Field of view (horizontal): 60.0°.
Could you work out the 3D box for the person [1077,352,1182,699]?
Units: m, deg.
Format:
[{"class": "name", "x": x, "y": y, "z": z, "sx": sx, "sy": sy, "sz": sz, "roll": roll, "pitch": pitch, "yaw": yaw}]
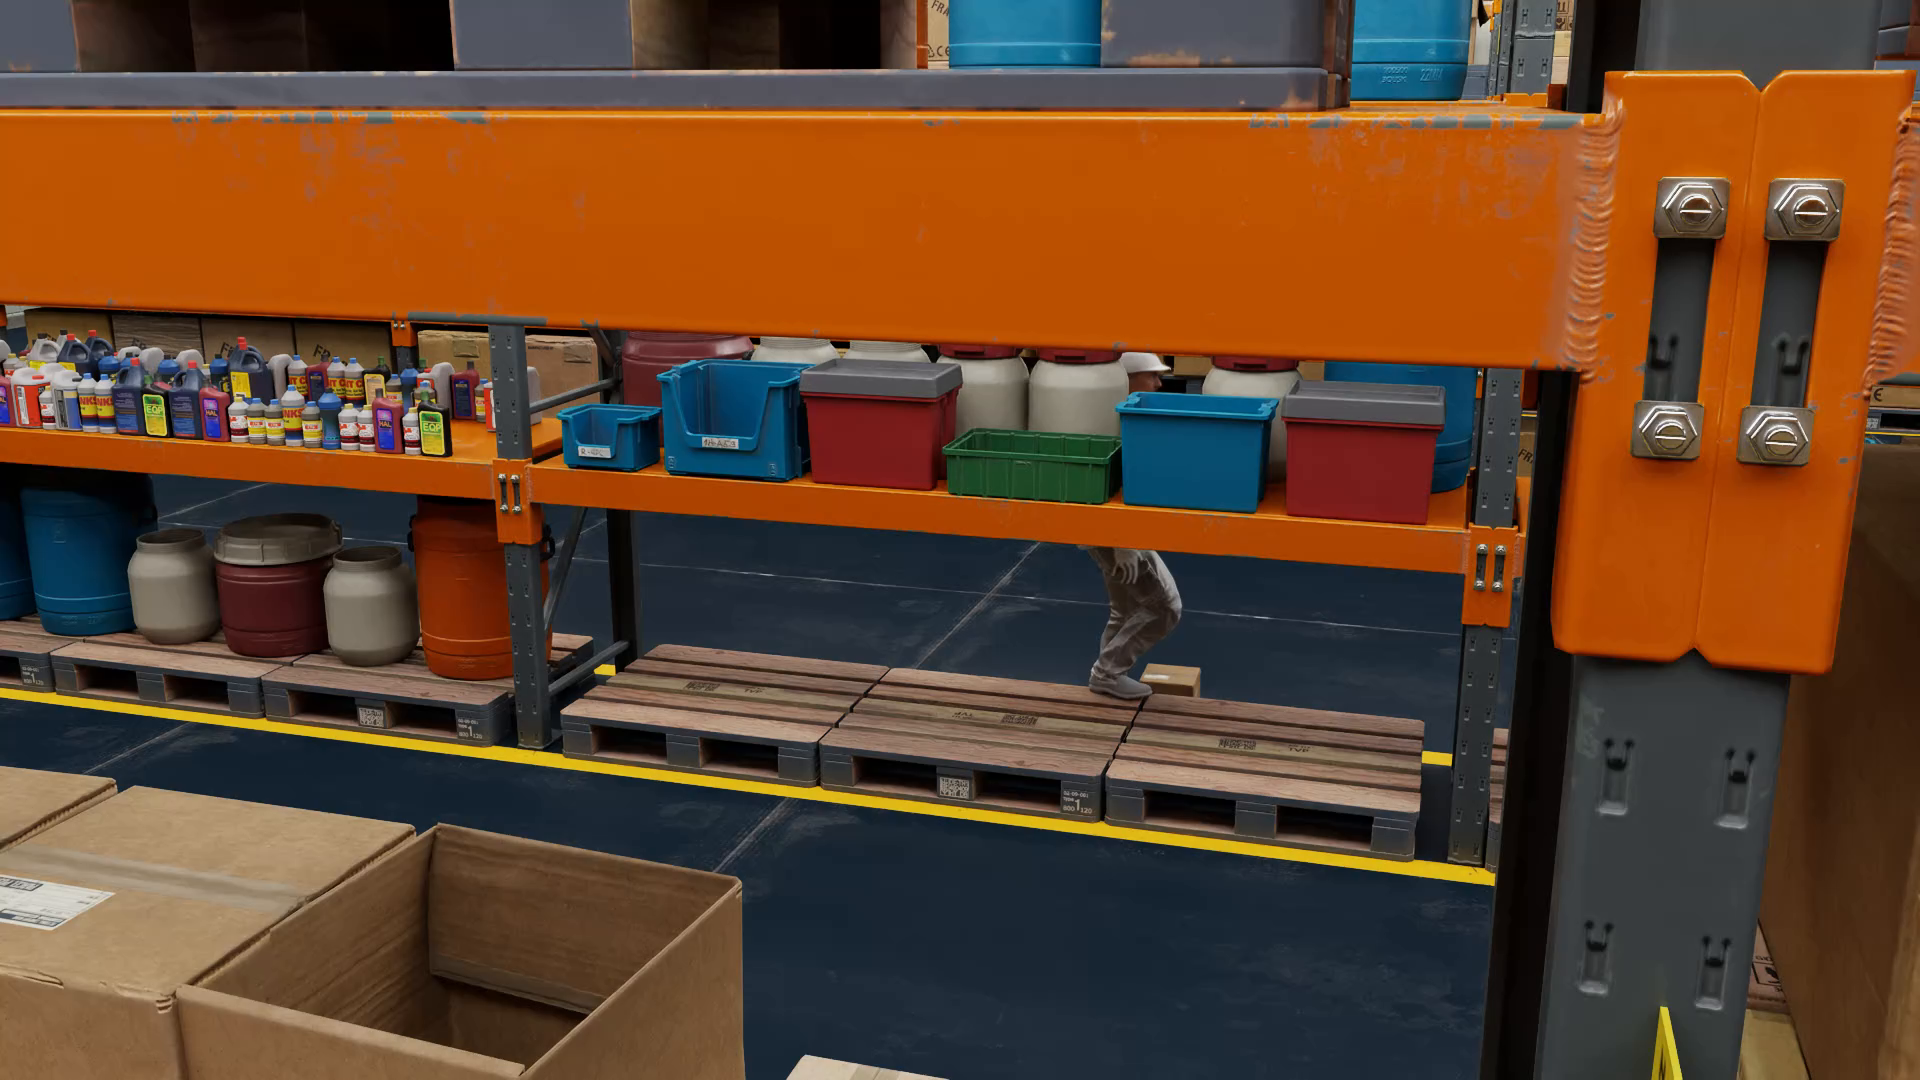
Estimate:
[{"class": "person", "x": 0.776, "y": -0.013, "z": 7.530, "sx": 0.519, "sy": 1.780, "sz": 0.622, "roll": 4, "pitch": 15, "yaw": 13}]
